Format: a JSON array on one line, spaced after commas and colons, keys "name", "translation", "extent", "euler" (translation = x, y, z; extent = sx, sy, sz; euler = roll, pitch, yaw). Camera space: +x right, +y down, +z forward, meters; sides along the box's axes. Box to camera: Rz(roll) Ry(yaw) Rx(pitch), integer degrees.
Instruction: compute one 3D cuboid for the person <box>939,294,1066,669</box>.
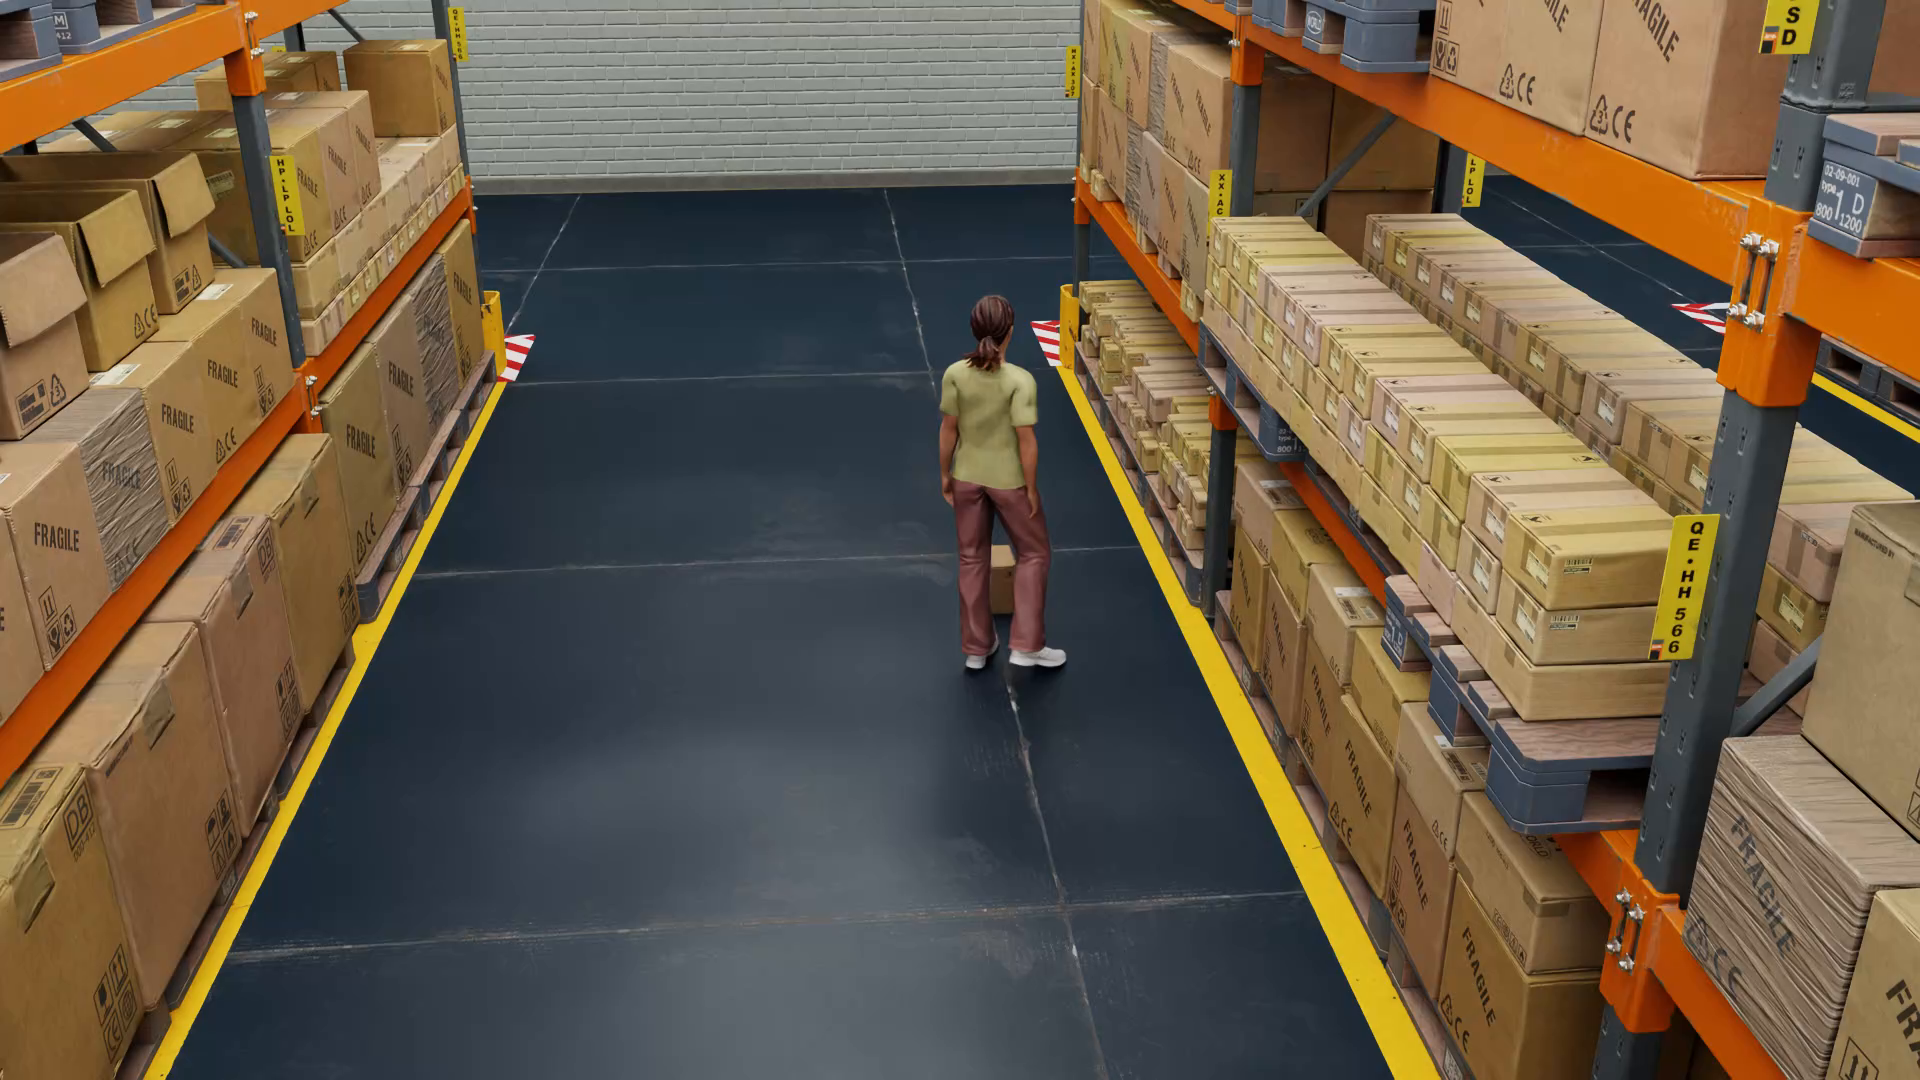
[{"name": "person", "translation": [0.182, -0.222, 7.098], "extent": [0.559, 1.677, 0.357], "euler": [8, 25, 17]}]
